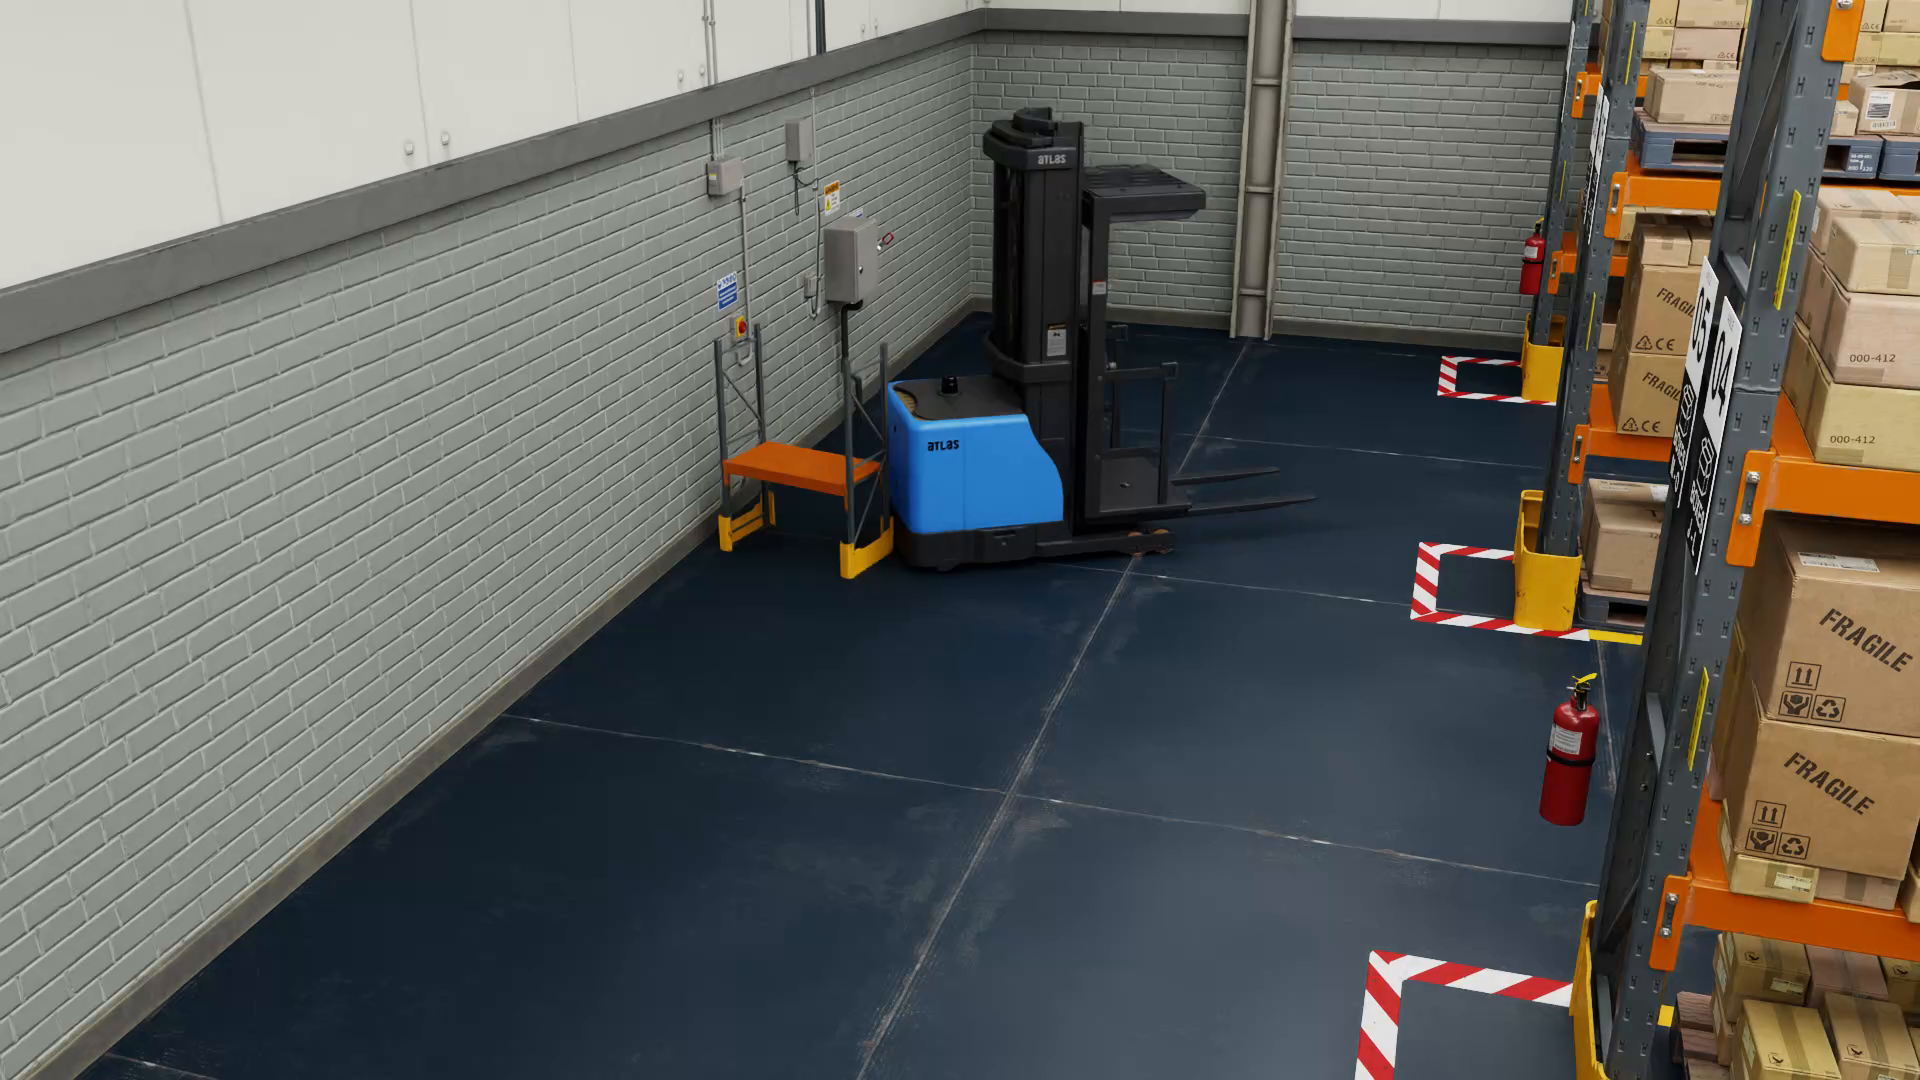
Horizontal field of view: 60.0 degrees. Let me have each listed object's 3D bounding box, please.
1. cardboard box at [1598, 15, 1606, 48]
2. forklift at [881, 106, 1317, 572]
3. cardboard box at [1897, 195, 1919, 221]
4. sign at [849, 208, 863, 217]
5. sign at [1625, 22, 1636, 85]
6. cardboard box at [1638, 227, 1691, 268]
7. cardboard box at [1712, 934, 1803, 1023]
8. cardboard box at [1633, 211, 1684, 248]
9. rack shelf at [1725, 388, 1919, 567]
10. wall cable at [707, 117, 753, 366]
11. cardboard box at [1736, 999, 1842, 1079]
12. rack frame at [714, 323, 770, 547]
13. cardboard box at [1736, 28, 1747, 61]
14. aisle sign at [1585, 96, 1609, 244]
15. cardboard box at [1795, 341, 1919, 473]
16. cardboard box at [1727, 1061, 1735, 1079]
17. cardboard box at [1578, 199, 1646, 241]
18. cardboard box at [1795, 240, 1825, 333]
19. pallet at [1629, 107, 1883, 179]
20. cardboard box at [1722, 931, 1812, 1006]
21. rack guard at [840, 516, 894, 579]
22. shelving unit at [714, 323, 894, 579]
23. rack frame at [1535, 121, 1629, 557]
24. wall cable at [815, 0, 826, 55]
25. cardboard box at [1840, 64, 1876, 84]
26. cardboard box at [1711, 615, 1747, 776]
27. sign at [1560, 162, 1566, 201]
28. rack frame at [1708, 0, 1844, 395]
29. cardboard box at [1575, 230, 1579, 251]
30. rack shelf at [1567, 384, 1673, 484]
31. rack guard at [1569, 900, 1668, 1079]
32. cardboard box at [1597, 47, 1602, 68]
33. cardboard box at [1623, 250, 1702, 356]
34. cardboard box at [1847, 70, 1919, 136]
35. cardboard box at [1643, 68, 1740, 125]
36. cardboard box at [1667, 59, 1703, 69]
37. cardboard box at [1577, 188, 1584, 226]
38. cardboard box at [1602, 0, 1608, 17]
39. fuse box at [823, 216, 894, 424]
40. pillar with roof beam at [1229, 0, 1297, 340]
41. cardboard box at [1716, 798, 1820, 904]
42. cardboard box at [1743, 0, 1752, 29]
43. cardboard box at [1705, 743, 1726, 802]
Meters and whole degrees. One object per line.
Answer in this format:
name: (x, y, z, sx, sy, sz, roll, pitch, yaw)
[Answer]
cardboard box: (5.770, -4.346, 14.267, 0.500, 0.250, 0.500, 6, 23, 15)
forklift: (1.010, -1.431, 11.396, 3.031, 2.935, 1.130, -6, 23, -13)
cardboard box: (3.119, -0.977, 5.259, 0.250, 0.149, 0.380, 7, 23, 16)
sign: (-0.879, -2.552, 14.163, 0.001, 0.494, 0.329, 7, 23, 16)
sign: (3.669, -2.664, 9.104, 0.005, 0.325, 0.100, 7, 23, 16)
cardboard box: (4.095, -1.706, 9.672, 0.250, 0.149, 0.380, 7, 23, 17)
cardboard box: (3.090, 1.714, 6.449, 0.250, 0.149, 0.380, 6, 23, 14)
cardboard box: (4.236, -1.879, 10.094, 0.250, 0.149, 0.380, 7, 23, 16)
rack shelf: (4.417, -0.063, 4.966, 4.000, 0.370, 1.077, 7, 23, 16)
wall cable: (-1.570, -2.131, 11.632, 0.123, 1.953, 0.585, 7, 23, 16)
cardboard box: (2.905, 1.803, 5.840, 0.250, 0.149, 0.380, 5, 23, 13)
rack frame: (-1.506, -0.715, 11.537, 0.032, 1.500, 0.500, 12, 25, 26)
cardboard box: (6.590, -4.040, 13.519, 0.500, 0.250, 0.500, 6, 23, 14)
aisle sign: (3.682, -2.142, 9.613, 0.004, 0.787, 0.394, 7, 23, 16)
cardboard box: (2.858, -0.403, 5.046, 0.500, 0.250, 0.500, 7, 23, 17)
cardboard box: (2.911, 2.072, 5.971, 0.250, 0.149, 0.380, 7, 23, 17)
cardboard box: (5.622, -2.761, 14.354, 0.500, 0.250, 0.500, 7, 23, 16)
cardboard box: (3.016, -0.819, 5.399, 0.500, 0.250, 0.500, 6, 23, 14)
pallet: (4.548, -2.306, 9.603, 1.213, 0.211, 1.003, 7, 23, 15)
cardboard box: (3.082, 1.589, 6.364, 0.250, 0.149, 0.380, 7, 23, 16)
rack guard: (-0.632, 0.045, 11.330, 0.087, 0.250, 0.587, 12, 25, 26)
shelving unit: (-1.068, -0.624, 11.315, 1.083, 1.500, 0.587, 12, 25, 26)
rack frame: (3.835, -1.036, 10.344, 0.127, 3.000, 1.000, 7, 23, 16)
wall cable: (-0.632, -5.632, 13.592, 0.133, 3.039, 2.988, 7, 23, 16)
cardboard box: (7.183, -3.764, 13.371, 0.250, 0.149, 0.380, 7, 23, 17)
cardboard box: (3.006, 0.545, 5.965, 0.500, 0.500, 0.500, 7, 23, 17)
sign: (5.109, -3.044, 14.097, 0.005, 0.325, 0.100, 7, 23, 16)
rack frame: (2.502, -2.002, 4.794, 0.127, 3.000, 1.000, 7, 23, 16)
cardboard box: (5.501, -2.588, 14.459, 0.250, 0.149, 0.380, 6, 23, 15)
rack shelf: (5.750, -0.484, 9.946, 4.000, 0.370, 1.077, 7, 23, 16)
rack guard: (2.575, 1.938, 6.387, 0.348, 0.500, 1.175, 7, 23, 16)
cardboard box: (5.638, -4.161, 14.340, 0.250, 0.149, 0.380, 7, 23, 17)
cardboard box: (4.212, -1.389, 9.755, 0.500, 0.500, 0.500, 6, 23, 14)
cardboard box: (5.254, -2.441, 9.249, 0.500, 0.311, 0.500, 7, 23, 16)
cardboard box: (4.292, -2.579, 9.664, 0.500, 0.250, 0.500, 4, 23, 11)
cardboard box: (6.002, -3.939, 13.799, 0.250, 0.149, 0.380, 7, 23, 16)
cardboard box: (5.782, -2.955, 14.826, 0.500, 0.250, 0.500, 7, 23, 17)
cardboard box: (5.771, -4.580, 14.178, 0.500, 0.250, 0.500, 6, 23, 14)
fuse box: (-0.824, -1.797, 13.897, 0.414, 1.711, 0.539, 7, 23, 16)
pillar with roof beam: (1.701, -4.675, 11.309, 0.400, 9.000, 9.100, 7, 23, 16)
cardboard box: (2.717, 1.044, 5.604, 0.250, 0.149, 0.380, 6, 23, 15)
cardboard box: (6.584, -4.275, 13.434, 0.500, 0.250, 0.500, 6, 23, 15)
cardboard box: (2.896, 0.822, 6.144, 0.250, 0.149, 0.380, 7, 23, 16)
